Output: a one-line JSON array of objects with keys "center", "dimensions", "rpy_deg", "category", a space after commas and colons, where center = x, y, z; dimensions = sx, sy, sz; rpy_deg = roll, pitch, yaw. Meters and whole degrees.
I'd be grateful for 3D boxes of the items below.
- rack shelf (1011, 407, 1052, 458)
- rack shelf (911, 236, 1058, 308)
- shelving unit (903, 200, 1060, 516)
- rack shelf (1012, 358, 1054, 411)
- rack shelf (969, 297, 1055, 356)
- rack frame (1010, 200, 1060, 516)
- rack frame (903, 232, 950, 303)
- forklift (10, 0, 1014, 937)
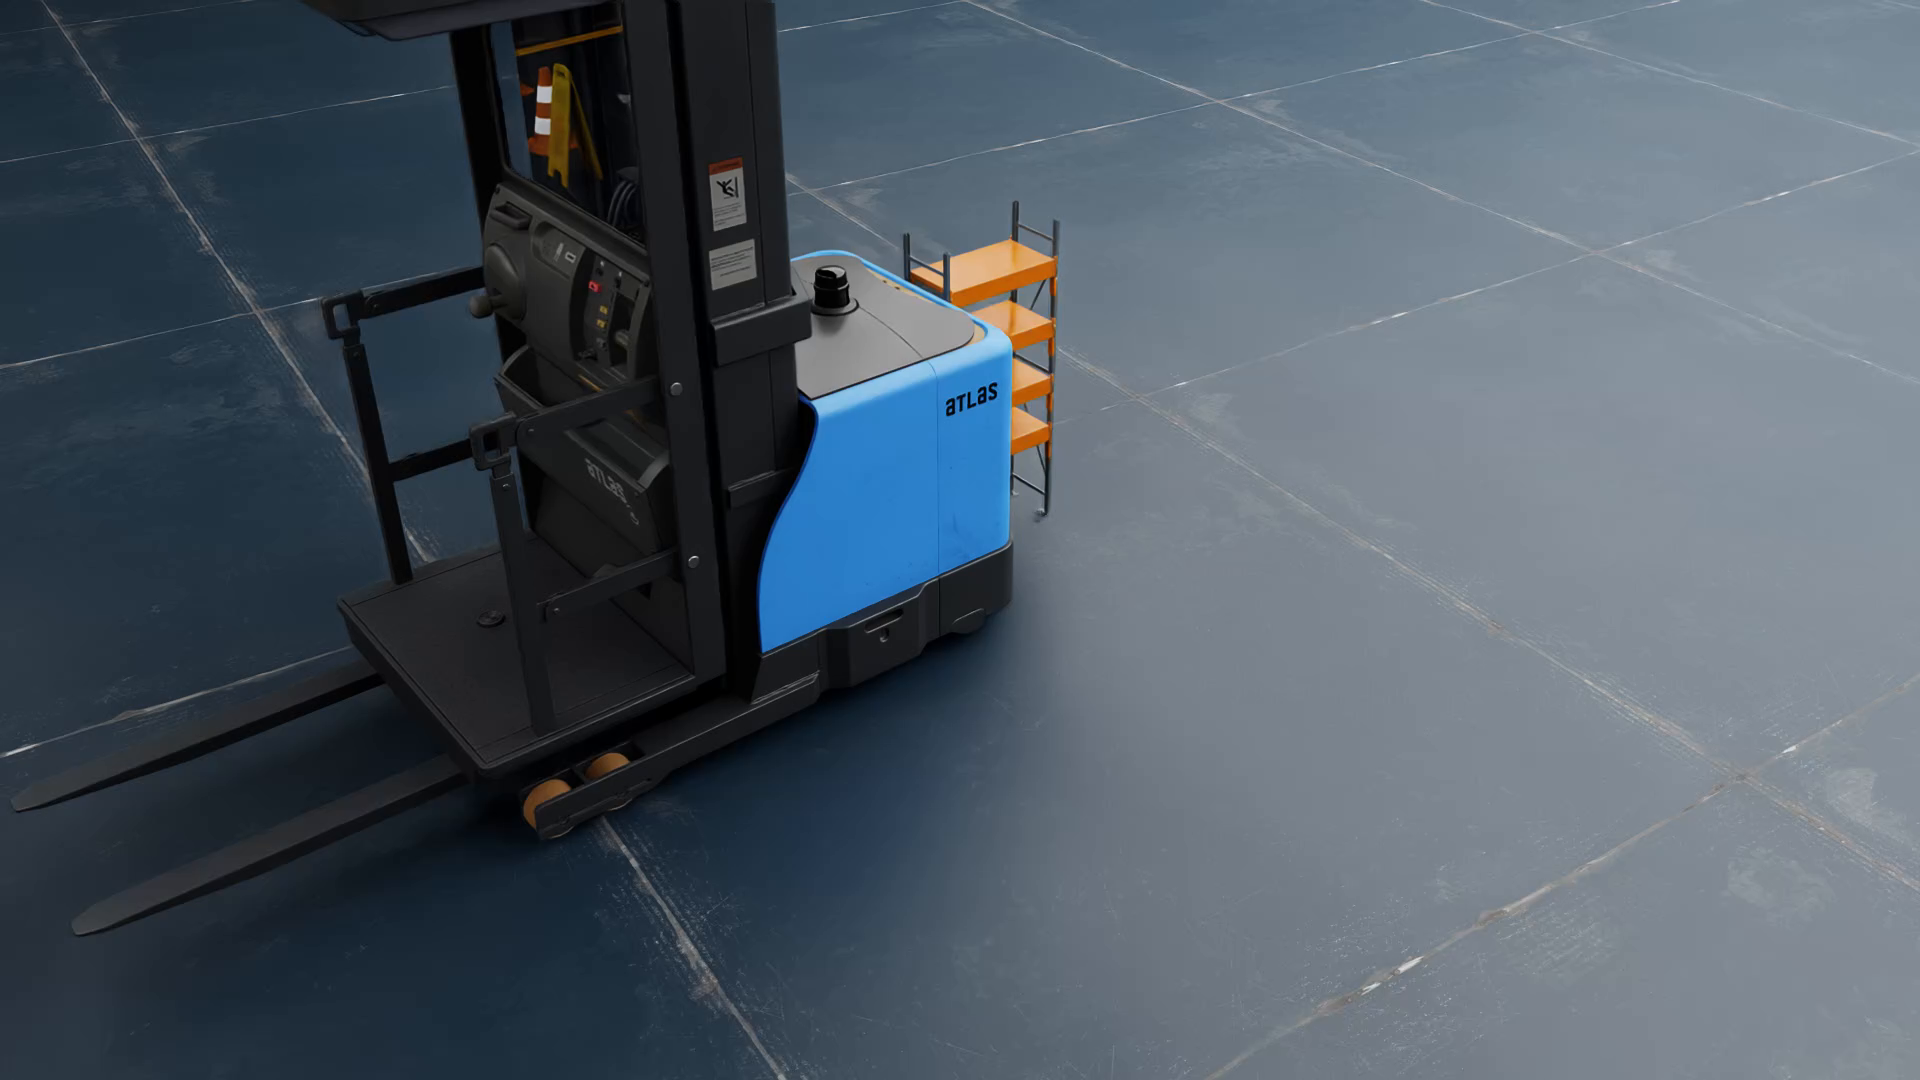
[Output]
[{"center": [0.077, -0.345, 6.170], "dimensions": [0.480, 0.148, 0.258], "rpy_deg": [-23, 39, -32], "category": "rack shelf"}, {"center": [0.077, -0.902, 5.819], "dimensions": [0.480, 0.148, 0.258], "rpy_deg": [-23, 39, -32], "category": "rack shelf"}, {"center": [0.077, -0.570, 6.028], "dimensions": [0.503, 1.200, 0.258], "rpy_deg": [-23, 39, -32], "category": "shelving unit"}, {"center": [0.077, -0.513, 6.064], "dimensions": [0.480, 0.148, 0.258], "rpy_deg": [-23, 39, -32], "category": "rack shelf"}, {"center": [0.077, -0.702, 5.945], "dimensions": [0.480, 0.148, 0.258], "rpy_deg": [-23, 39, -32], "category": "rack shelf"}, {"center": [0.266, -0.651, 6.158], "dimensions": [0.015, 1.200, 0.240], "rpy_deg": [-23, 39, -32], "category": "rack frame"}, {"center": [-0.113, -0.488, 5.899], "dimensions": [0.015, 1.200, 0.240], "rpy_deg": [-23, 39, -32], "category": "rack frame"}, {"center": [-1.282, -0.688, 4.593], "dimensions": [3.031, 2.935, 1.130], "rpy_deg": [-23, 39, -32], "category": "forklift"}]
